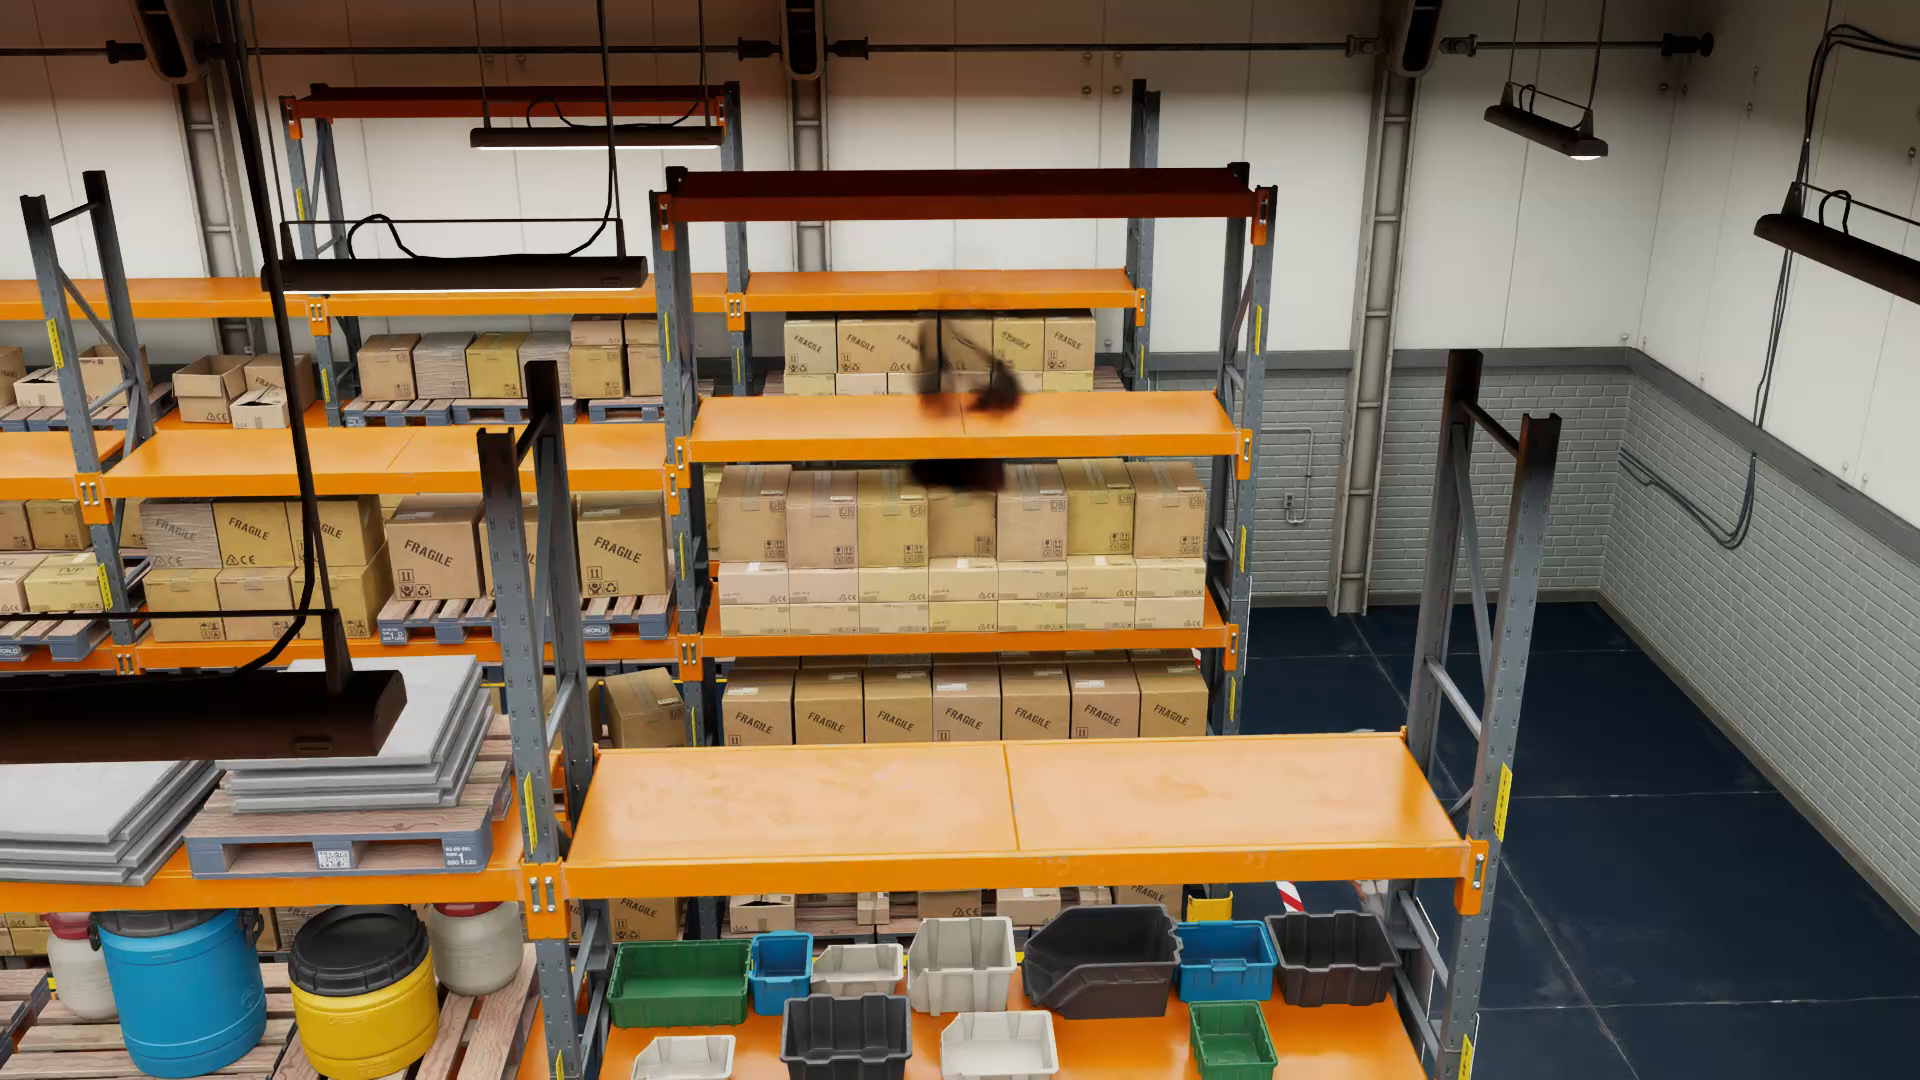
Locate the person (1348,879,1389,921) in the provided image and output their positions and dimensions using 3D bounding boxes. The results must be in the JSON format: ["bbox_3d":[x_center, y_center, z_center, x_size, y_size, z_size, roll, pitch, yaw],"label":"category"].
[{"bbox_3d":[3.213,2.639,12.549,0.780,1.596,0.534,6,23,14],"label":"person"}]
